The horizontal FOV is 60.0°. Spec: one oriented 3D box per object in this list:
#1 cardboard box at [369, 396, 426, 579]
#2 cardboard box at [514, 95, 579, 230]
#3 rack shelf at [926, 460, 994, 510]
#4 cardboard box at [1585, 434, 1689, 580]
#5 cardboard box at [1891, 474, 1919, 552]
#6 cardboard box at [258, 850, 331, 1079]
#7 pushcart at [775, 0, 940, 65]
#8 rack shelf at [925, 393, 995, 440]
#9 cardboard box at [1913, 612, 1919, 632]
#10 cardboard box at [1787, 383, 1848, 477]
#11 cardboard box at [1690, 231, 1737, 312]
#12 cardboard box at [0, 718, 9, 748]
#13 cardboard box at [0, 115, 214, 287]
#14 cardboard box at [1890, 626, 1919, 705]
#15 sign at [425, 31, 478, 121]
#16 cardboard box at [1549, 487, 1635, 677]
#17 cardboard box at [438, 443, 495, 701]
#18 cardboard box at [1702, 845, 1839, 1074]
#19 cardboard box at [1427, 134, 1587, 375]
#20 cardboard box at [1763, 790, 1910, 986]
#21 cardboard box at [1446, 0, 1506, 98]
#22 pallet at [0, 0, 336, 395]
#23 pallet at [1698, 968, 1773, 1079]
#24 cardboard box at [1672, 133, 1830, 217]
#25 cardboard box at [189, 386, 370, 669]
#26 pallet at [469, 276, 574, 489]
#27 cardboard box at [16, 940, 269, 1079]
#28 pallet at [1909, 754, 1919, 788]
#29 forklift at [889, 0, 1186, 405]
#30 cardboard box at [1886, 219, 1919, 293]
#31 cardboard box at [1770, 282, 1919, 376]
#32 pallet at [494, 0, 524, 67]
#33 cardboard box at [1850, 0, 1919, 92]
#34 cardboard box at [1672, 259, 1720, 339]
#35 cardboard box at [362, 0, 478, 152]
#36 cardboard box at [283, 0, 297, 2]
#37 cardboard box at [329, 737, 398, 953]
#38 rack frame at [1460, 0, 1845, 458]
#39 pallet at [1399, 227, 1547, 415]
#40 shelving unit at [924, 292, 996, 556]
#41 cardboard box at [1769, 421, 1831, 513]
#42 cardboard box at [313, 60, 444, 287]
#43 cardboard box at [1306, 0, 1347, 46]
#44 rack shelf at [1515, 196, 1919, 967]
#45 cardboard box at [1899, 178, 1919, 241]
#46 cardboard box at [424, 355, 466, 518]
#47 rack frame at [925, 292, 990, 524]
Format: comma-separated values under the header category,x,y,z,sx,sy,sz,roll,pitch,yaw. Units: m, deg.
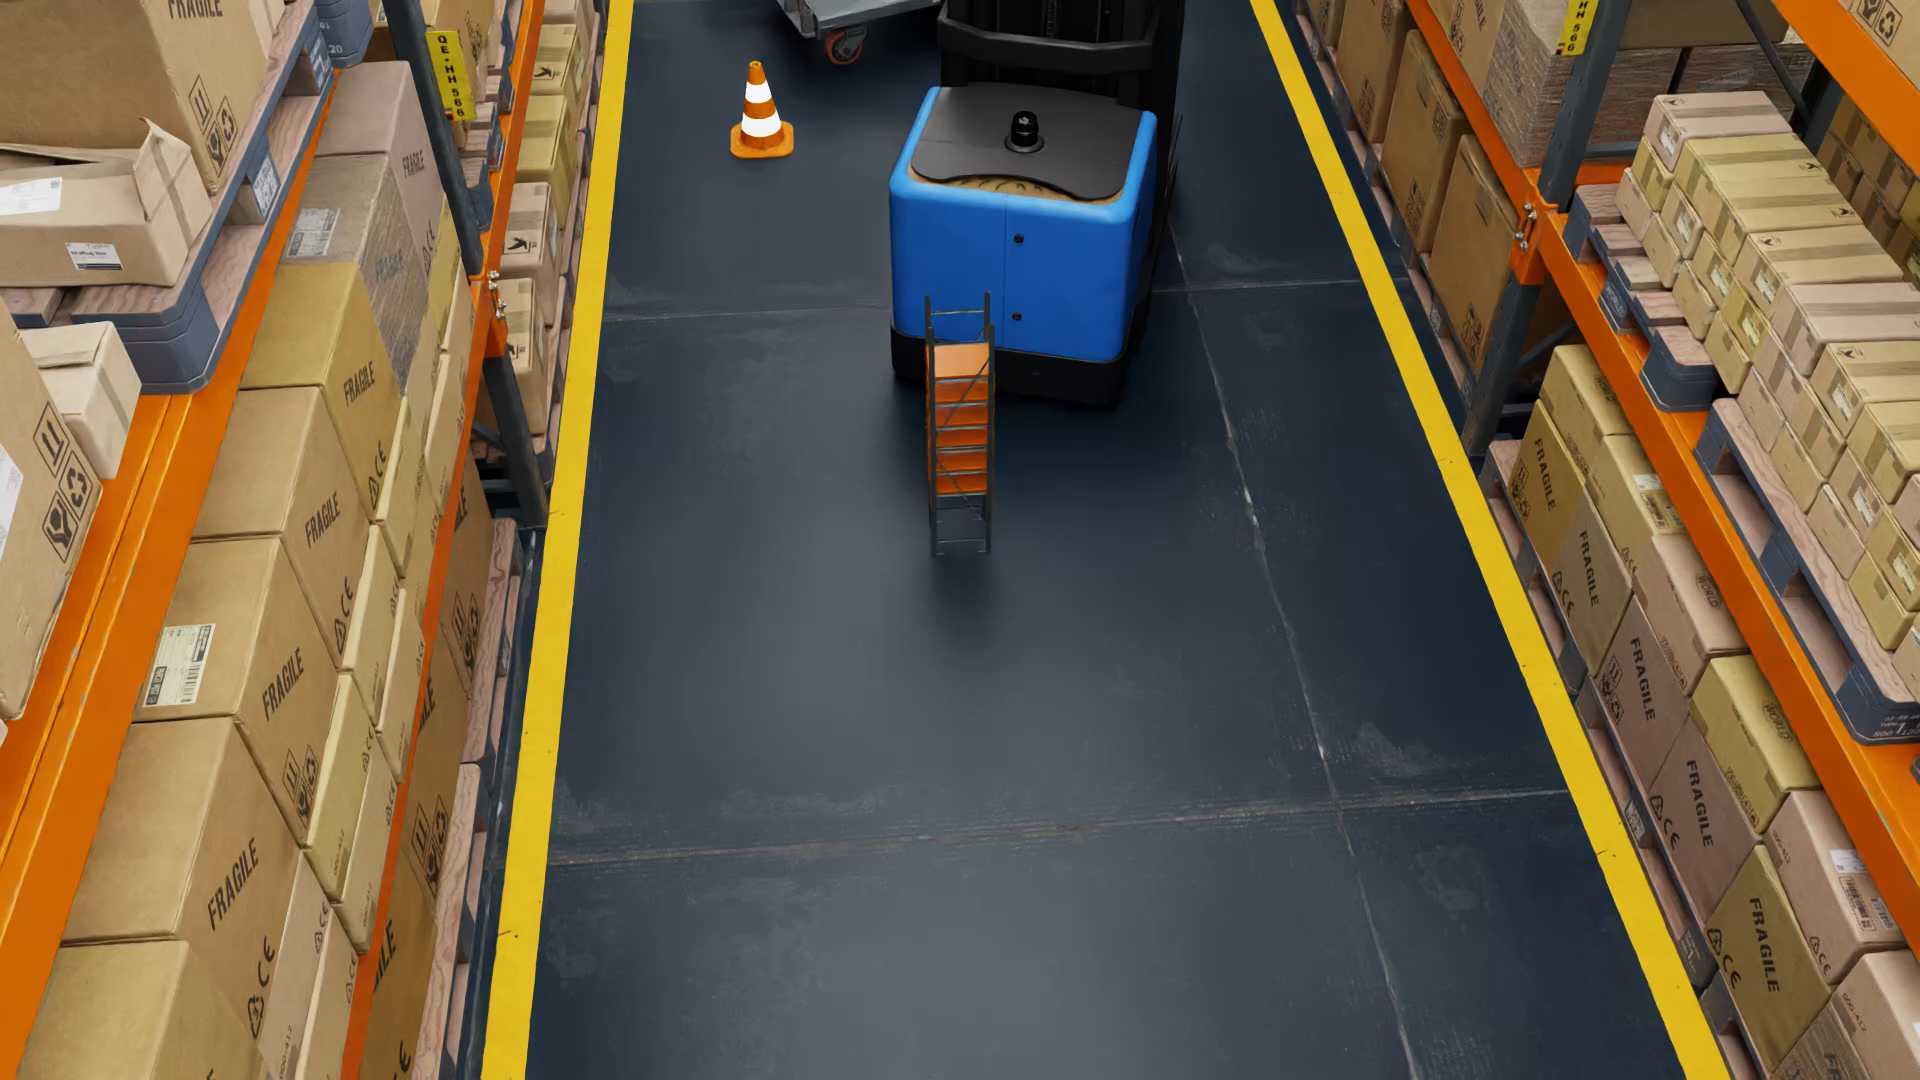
category,x,y,z,sx,sy,sz,roll,pitch,yaw
cardboard box,-1.819,-0.135,4.707,0.500,0.250,0.500,-5,47,-4
cardboard box,-2.388,-1.822,8.066,0.950,0.372,0.625,-2,47,-2
rack shelf,-0.001,-0.227,6.667,0.258,0.103,0.180,-3,47,-3
cardboard box,2.560,-0.125,5.855,0.500,0.250,0.500,-4,47,-4
cardboard box,2.700,-0.053,4.345,0.380,0.149,0.250,-5,47,-5
cardboard box,-1.716,0.974,3.657,0.500,0.250,0.500,-3,47,-3
pushcart,-0.290,-3.256,9.710,1.648,0.377,0.936,-19,49,-17
rack shelf,-0.001,-0.475,6.406,0.258,0.103,0.180,-3,47,-3
cardboard box,2.717,0.239,4.273,0.380,0.149,0.250,-6,47,-5
cardboard box,2.651,-0.330,4.812,0.380,0.149,0.250,-4,47,-4
cardboard box,2.592,-0.872,5.326,0.380,0.149,0.250,-5,47,-5
cardboard box,-1.581,0.292,2.281,0.396,0.266,0.258,-4,47,-4
cardboard box,-1.692,-0.668,3.190,0.396,0.266,0.258,0,47,0
cardboard box,2.715,0.347,4.376,0.380,0.149,0.250,-5,47,-5
sign,-1.670,-1.523,5.466,0.100,0.325,0.005,-3,47,-3
cardboard box,2.552,0.143,6.118,0.500,0.500,0.500,-3,47,-3
cardboard box,-2.248,0.002,5.993,0.875,0.875,0.875,-4,47,-4
cardboard box,2.680,1.255,5.065,0.500,0.500,0.500,-4,47,-4
cardboard box,2.740,-1.280,7.293,1.050,0.750,0.750,-4,47,-4
cardboard box,2.692,0.992,4.797,0.500,0.250,0.500,-1,47,-1
cardboard box,2.356,-2.168,6.805,0.500,0.500,0.500,-3,47,-3
pallet,-2.020,-0.784,3.627,1.003,0.211,1.213,-2,47,-1
pallet,2.969,1.827,5.011,1.003,0.211,1.213,-3,47,-3
cardboard box,2.572,-1.185,5.417,0.380,0.149,0.250,-5,47,-4
cardboard box,-1.798,-0.012,4.075,0.500,0.500,0.500,-4,47,-4
pallet,-2.287,-0.696,7.400,1.003,0.211,1.213,-3,47,-3
cardboard box,-1.639,1.091,3.030,0.500,0.500,0.500,-3,47,-3
pallet,3.117,0.935,4.067,1.003,0.211,1.213,-3,47,-3
forklift,0.504,-2.697,7.422,1.130,2.935,3.031,9,47,8
cardboard box,3.245,-0.910,5.362,0.380,0.149,0.250,-2,47,-2
cardboard box,2.634,-0.620,4.882,0.380,0.149,0.250,-2,47,-1
pallet,-2.430,-2.453,7.276,1.003,0.211,1.213,-3,47,-3
cardboard box,2.580,-1.377,3.990,0.500,0.500,0.500,-3,47,-3
cardboard box,2.583,-0.796,5.458,0.380,0.149,0.250,-1,47,-1
cardboard box,-2.030,-1.710,5.877,0.500,0.500,0.500,-5,47,-4
cardboard box,-1.951,-1.595,3.907,0.700,0.500,0.500,-6,47,-5
cardboard box,-1.734,0.776,4.189,0.500,0.250,0.500,-4,47,-4
rack frame,2.701,-1.463,6.206,1.000,3.000,0.127,-3,47,-3
pallet,2.710,-1.079,7.763,1.003,0.211,1.213,-3,47,-3
shelving unit,-0.001,-0.423,6.461,0.258,1.200,0.189,-3,47,-3
cardboard box,2.650,-0.226,4.918,0.380,0.149,0.250,-3,47,-3
cardboard box,-1.919,-1.109,5.113,0.500,0.500,0.500,-5,47,-4
cardboard box,2.508,-3.284,9.191,1.050,0.750,0.750,-4,47,-3
rack shelf,2.869,0.231,5.097,1.077,0.370,4.000,-3,47,-3
cardboard box,3.240,-1.028,5.268,0.380,0.149,0.250,-2,47,-2
cardboard box,-1.863,-0.319,5.226,0.500,0.250,0.500,-3,47,-3
rack frame,-0.009,-0.489,6.523,0.240,1.200,0.006,-3,47,-3
